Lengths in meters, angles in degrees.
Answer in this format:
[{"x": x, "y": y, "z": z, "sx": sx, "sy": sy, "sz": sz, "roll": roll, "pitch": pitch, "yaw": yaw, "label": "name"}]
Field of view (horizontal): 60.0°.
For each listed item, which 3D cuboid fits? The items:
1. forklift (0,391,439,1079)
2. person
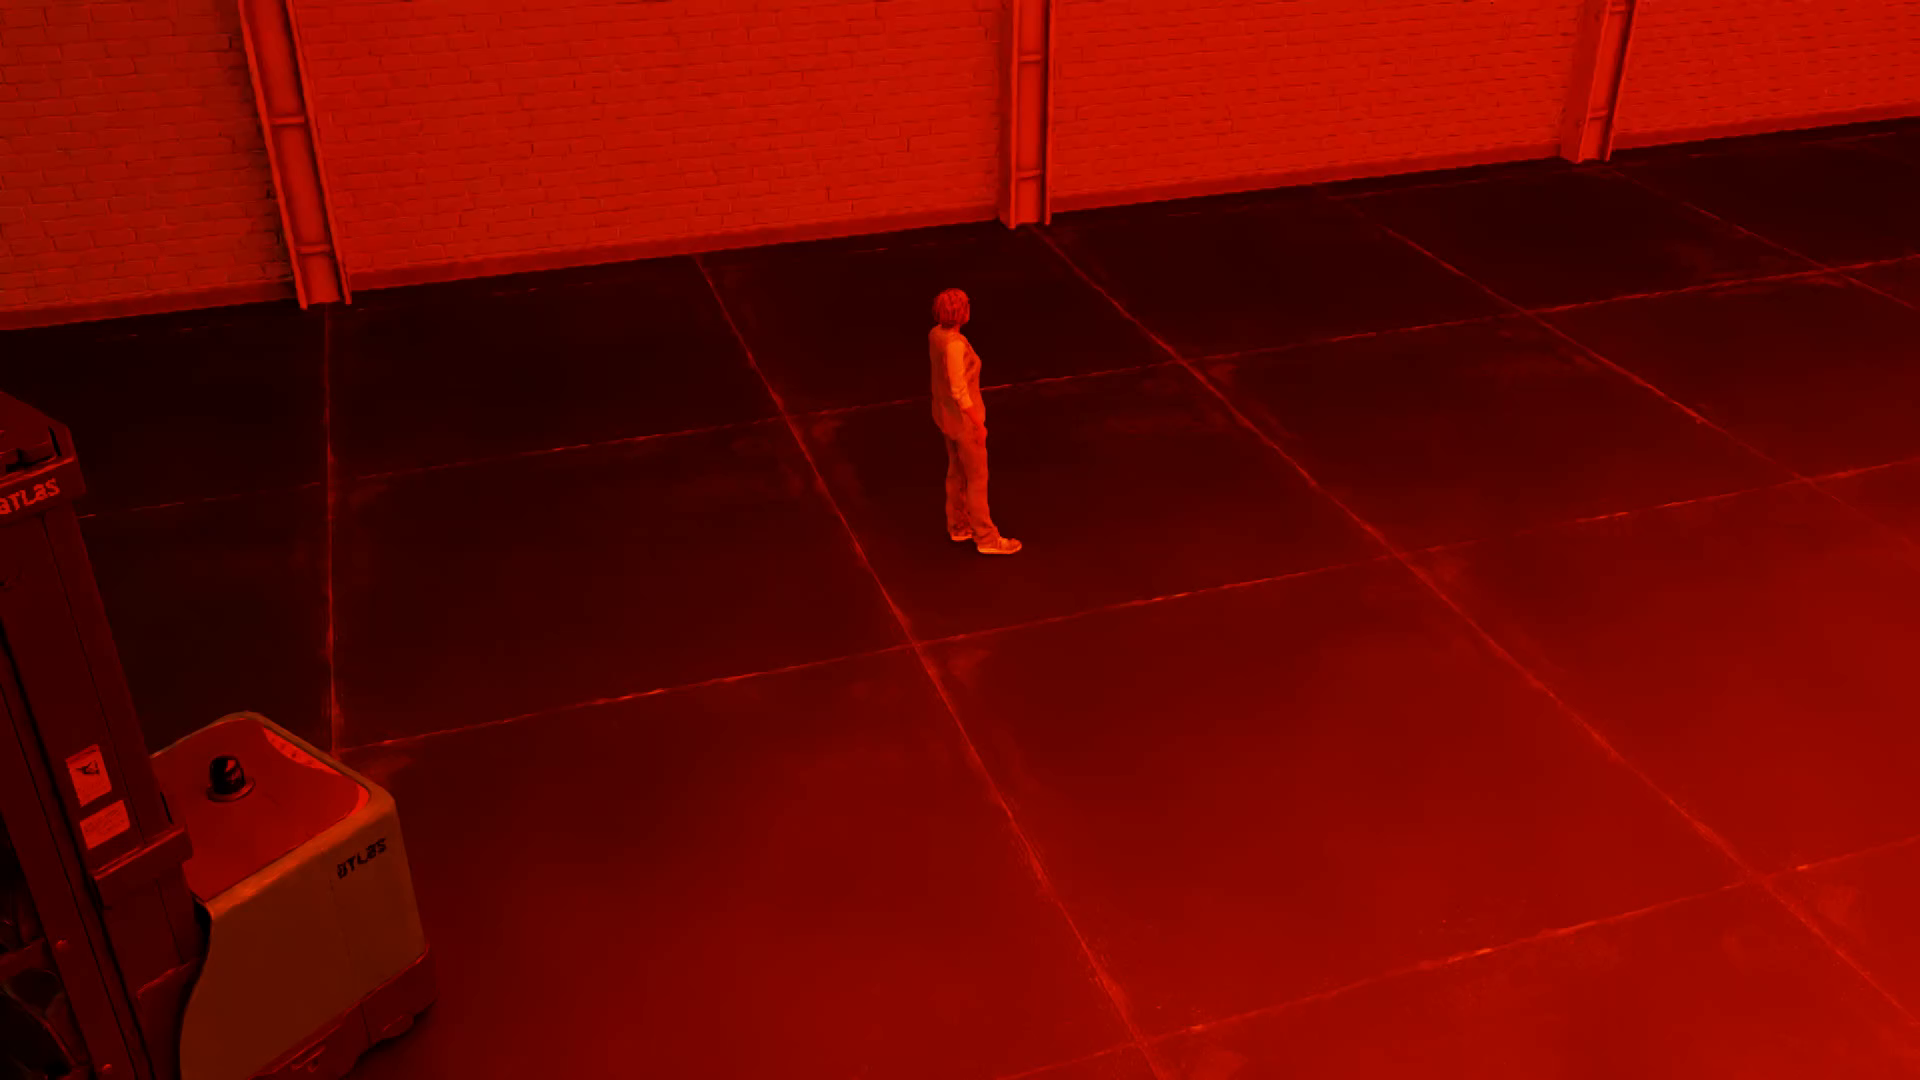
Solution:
[{"x": -3.386, "y": 1.060, "z": 5.245, "sx": 1.130, "sy": 2.935, "sz": 3.031, "roll": 20, "pitch": 36, "yaw": 31, "label": "forklift"}, {"x": 0.075, "y": -0.703, "z": 9.633, "sx": 0.474, "sy": 1.597, "sz": 0.521, "roll": -10, "pitch": 31, "yaw": -16, "label": "person"}]
